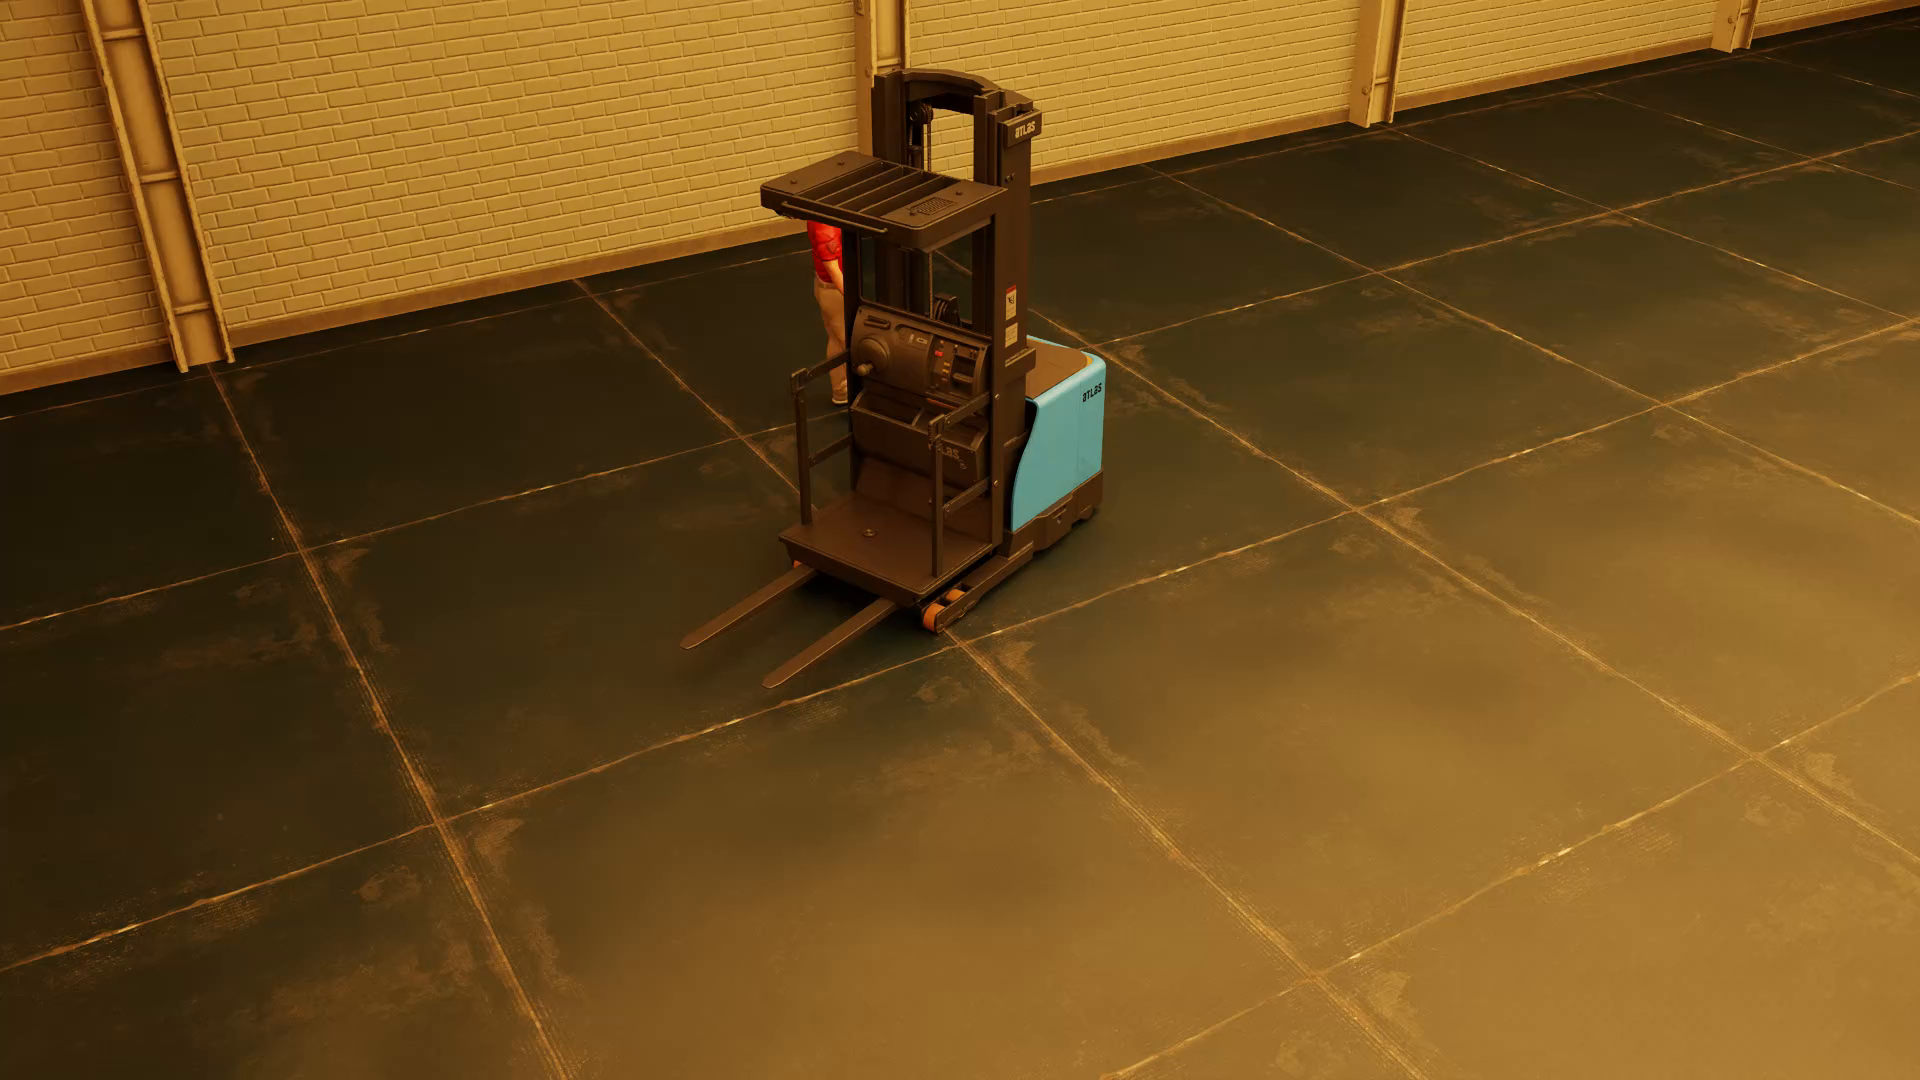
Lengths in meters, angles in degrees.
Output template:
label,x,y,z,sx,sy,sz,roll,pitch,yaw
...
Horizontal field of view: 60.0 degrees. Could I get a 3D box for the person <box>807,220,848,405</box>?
label,x,y,z,sx,sy,sz,roll,pitch,yaw
person,-0.763,-1.741,11.710,0.550,1.728,0.641,-8,32,-13

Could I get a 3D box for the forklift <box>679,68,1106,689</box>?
label,x,y,z,sx,sy,sz,roll,pitch,yaw
forklift,-0.365,-1.007,9.329,1.130,2.935,3.031,21,37,31
